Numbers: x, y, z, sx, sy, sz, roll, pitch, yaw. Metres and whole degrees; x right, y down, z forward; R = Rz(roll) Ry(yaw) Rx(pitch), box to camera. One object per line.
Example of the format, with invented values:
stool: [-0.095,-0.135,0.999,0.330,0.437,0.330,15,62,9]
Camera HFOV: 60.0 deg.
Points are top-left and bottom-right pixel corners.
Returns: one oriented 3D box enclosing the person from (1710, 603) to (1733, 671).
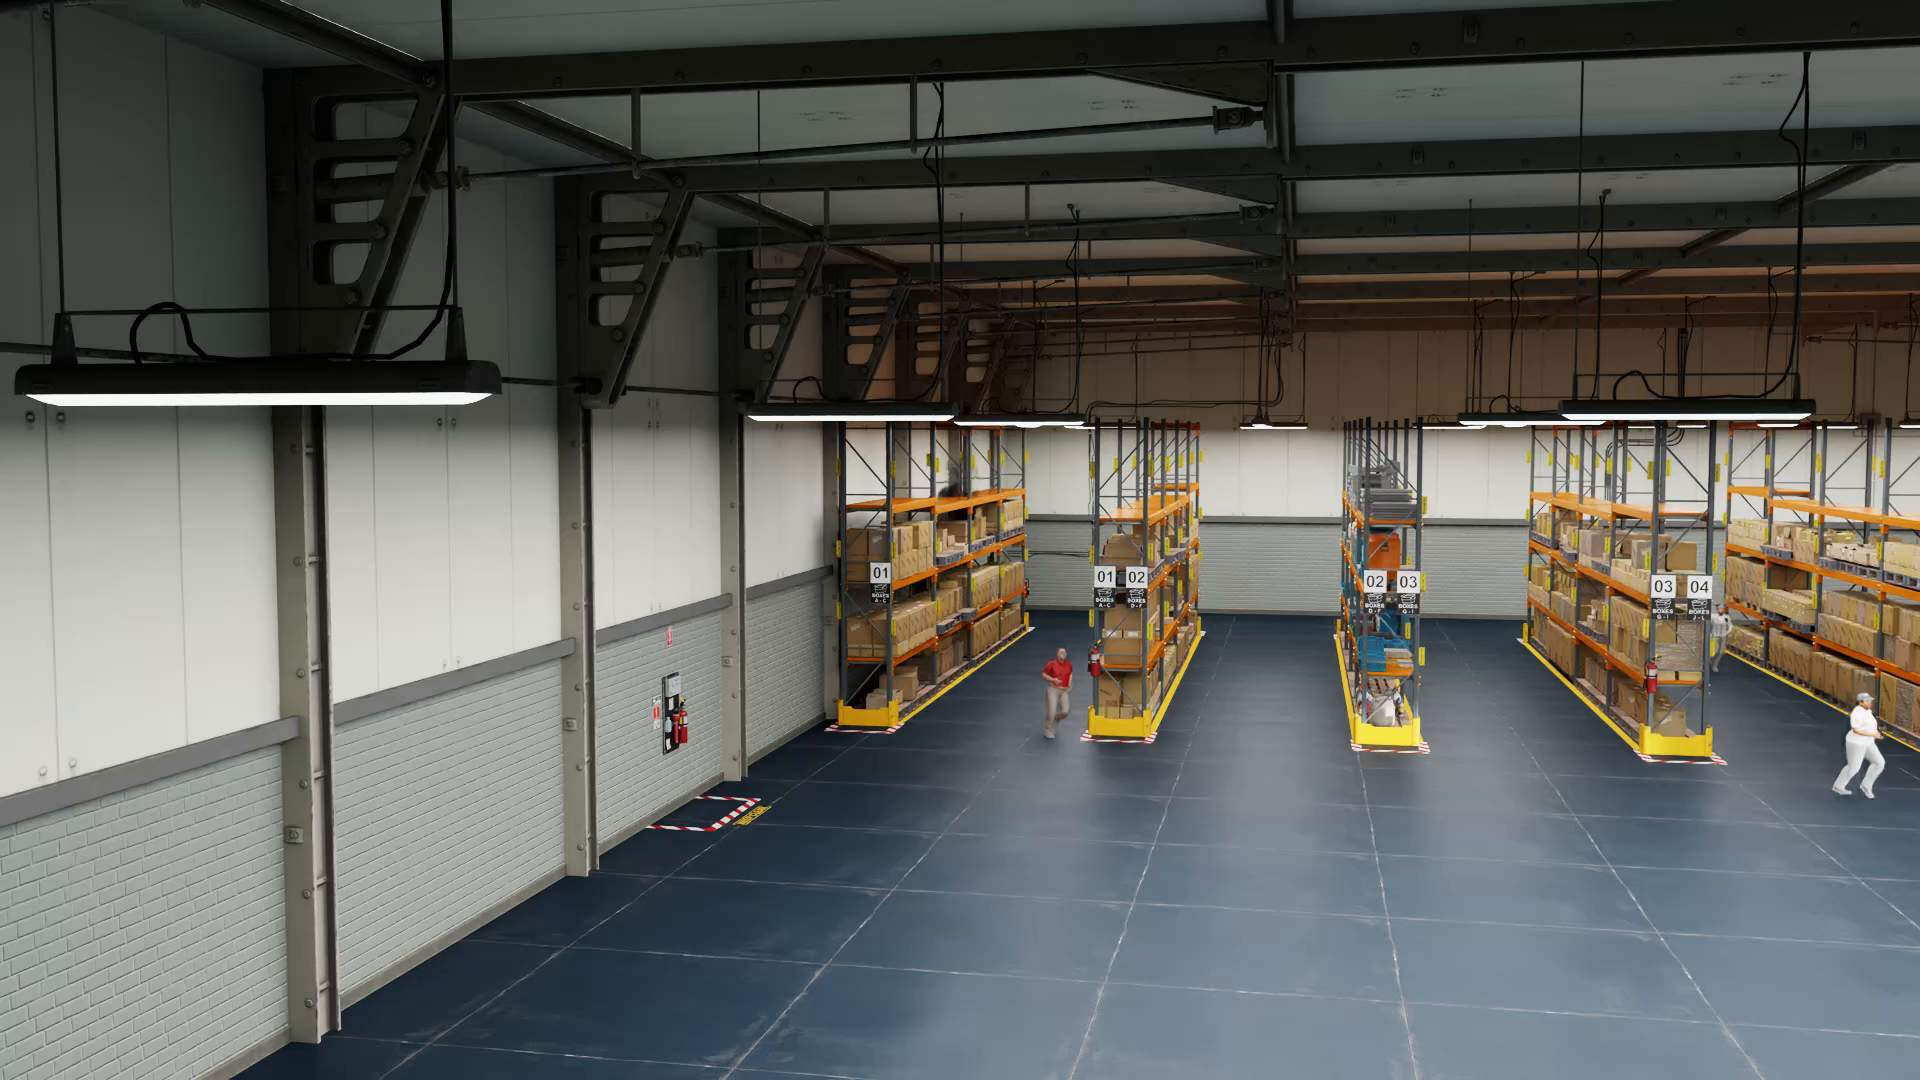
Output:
person: [18.170,2.322,39.786,0.626,1.655,0.524,1,4,9]

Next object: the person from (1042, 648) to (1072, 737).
person: [1.887,2.859,31.197,0.673,1.676,0.615,-1,4,-21]

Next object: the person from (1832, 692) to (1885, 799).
person: [14.093,3.221,26.023,0.561,1.694,0.720,-3,5,-37]

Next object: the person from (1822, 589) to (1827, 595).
person: [21.815,2.131,41.988,0.627,1.771,0.869,1,4,11]

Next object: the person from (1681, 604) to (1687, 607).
person: [18.691,2.042,43.061,0.693,1.787,0.952,2,4,23]
